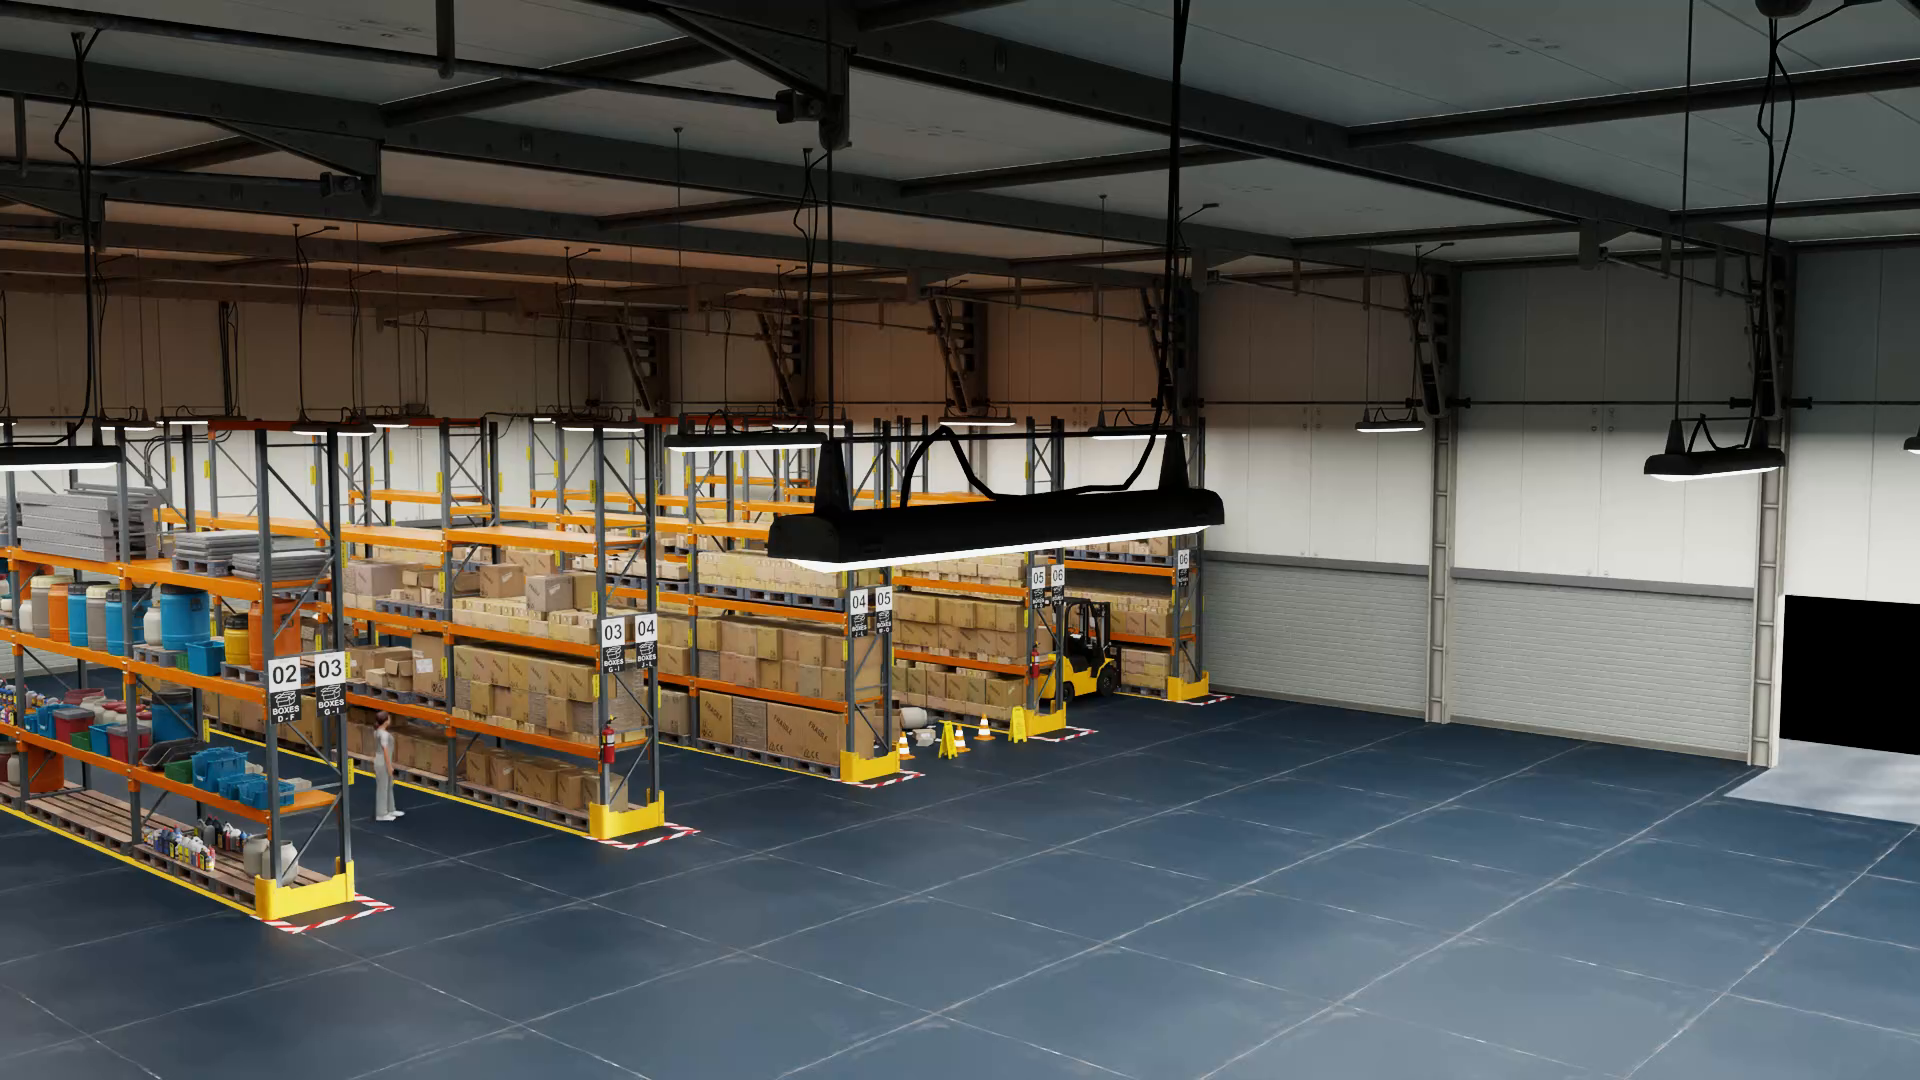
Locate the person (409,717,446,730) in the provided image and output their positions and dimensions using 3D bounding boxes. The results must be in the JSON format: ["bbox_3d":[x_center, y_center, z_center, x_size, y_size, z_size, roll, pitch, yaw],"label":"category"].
[{"bbox_3d":[-10.284,2.809,31.972,1.097,1.714,0.639,2,5,28],"label":"person"}]

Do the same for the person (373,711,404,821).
[{"bbox_3d":[-8.677,3.410,25.201,0.397,1.672,0.502,-1,5,-14],"label":"person"}]

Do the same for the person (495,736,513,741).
[{"bbox_3d":[-8.415,2.856,30.964,0.598,1.795,0.492,3,5,28],"label":"person"}]

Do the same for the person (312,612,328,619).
[{"bbox_3d":[-14.903,2.267,38.803,0.350,1.698,0.522,3,6,36],"label":"person"}]
